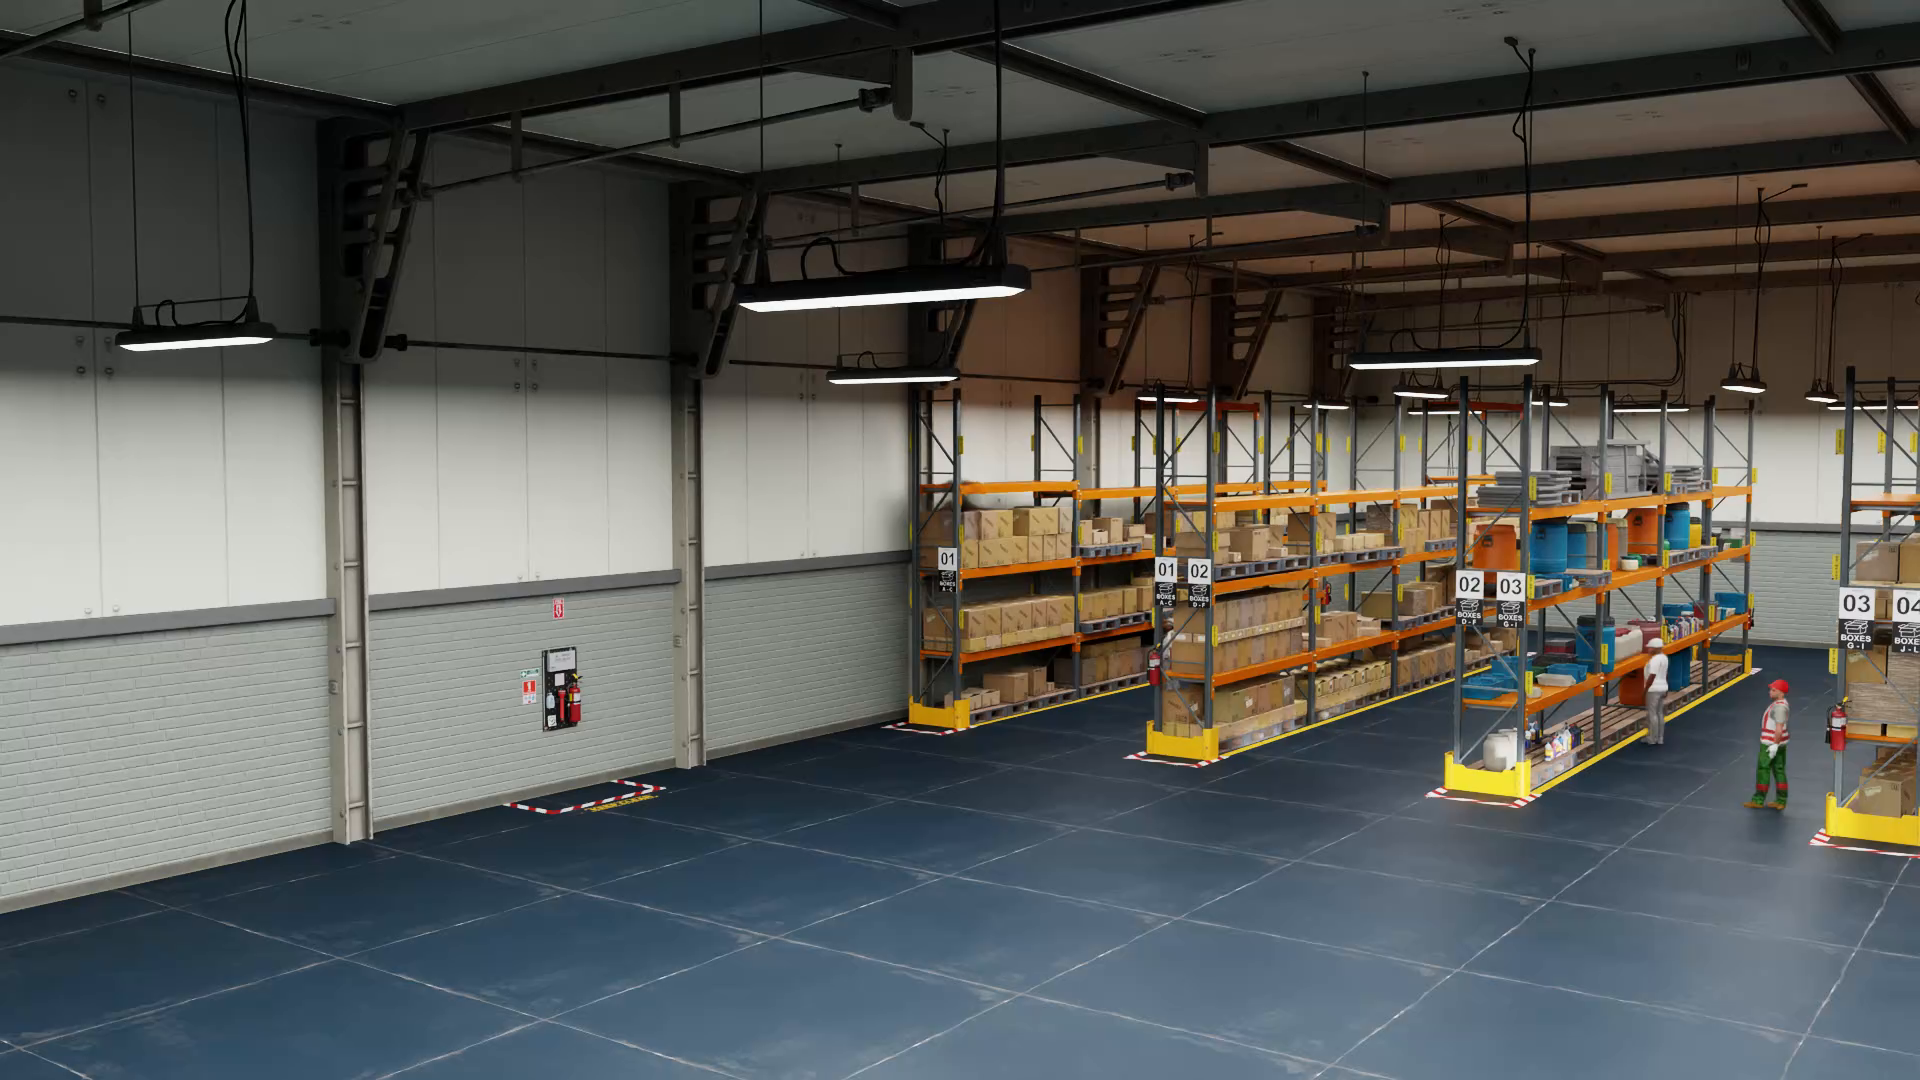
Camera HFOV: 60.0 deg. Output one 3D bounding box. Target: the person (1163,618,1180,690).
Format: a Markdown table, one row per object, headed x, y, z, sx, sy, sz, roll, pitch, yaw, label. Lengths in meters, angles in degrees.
| x | y | z | sx | sy | sz | roll | pitch | yaw | label |
| --- | --- | --- | --- | --- | --- | --- | --- | --- | --- |
| 4.058 | 2.336 | 31.970 | 0.358 | 1.693 | 0.530 | 1 | 3 | 19 | person |

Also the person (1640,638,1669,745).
| x | y | z | sx | sy | sz | roll | pitch | yaw | label |
| --- | --- | --- | --- | --- | --- | --- | --- | --- | --- |
| 11.598 | 2.526 | 27.798 | 0.580 | 1.773 | 0.403 | -3 | 5 | -45 | person |

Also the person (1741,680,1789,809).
| x | y | z | sx | sy | sz | roll | pitch | yaw | label |
| --- | --- | --- | --- | --- | --- | --- | --- | --- | --- |
| 11.130 | 2.810 | 22.909 | 0.550 | 1.810 | 0.605 | -3 | 4 | -41 | person |
